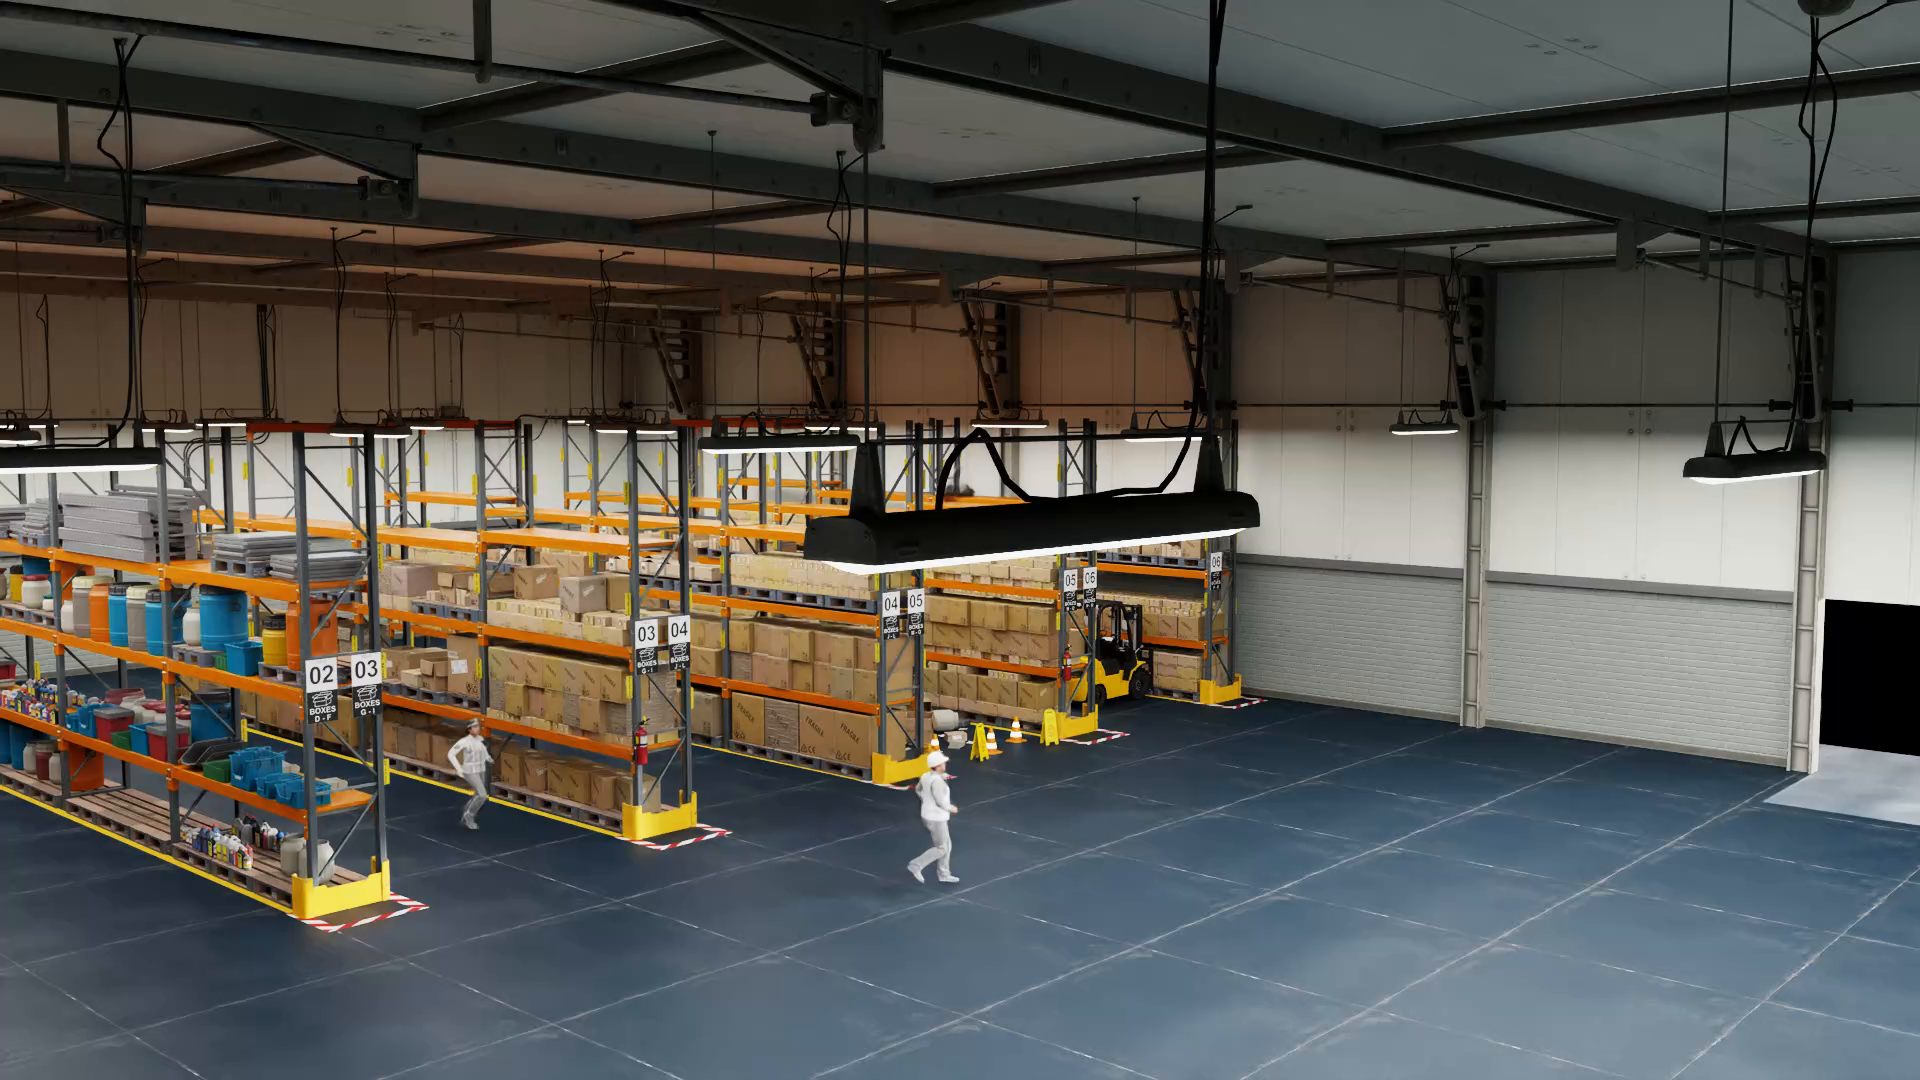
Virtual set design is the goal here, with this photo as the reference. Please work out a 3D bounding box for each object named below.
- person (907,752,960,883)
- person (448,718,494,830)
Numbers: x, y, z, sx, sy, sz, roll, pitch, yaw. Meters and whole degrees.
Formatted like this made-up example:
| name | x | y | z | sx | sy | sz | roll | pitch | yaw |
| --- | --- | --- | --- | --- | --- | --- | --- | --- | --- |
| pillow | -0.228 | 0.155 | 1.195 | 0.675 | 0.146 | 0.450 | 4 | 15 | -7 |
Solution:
| name | x | y | z | sx | sy | sz | roll | pitch | yaw |
| --- | --- | --- | --- | --- | --- | --- | --- | --- | --- |
| person | -0.361 | 3.670 | 21.902 | 0.772 | 1.774 | 0.684 | -2 | 5 | -20 |
| person | -7.190 | 3.467 | 24.687 | 0.647 | 1.674 | 0.587 | 2 | 5 | 24 |
